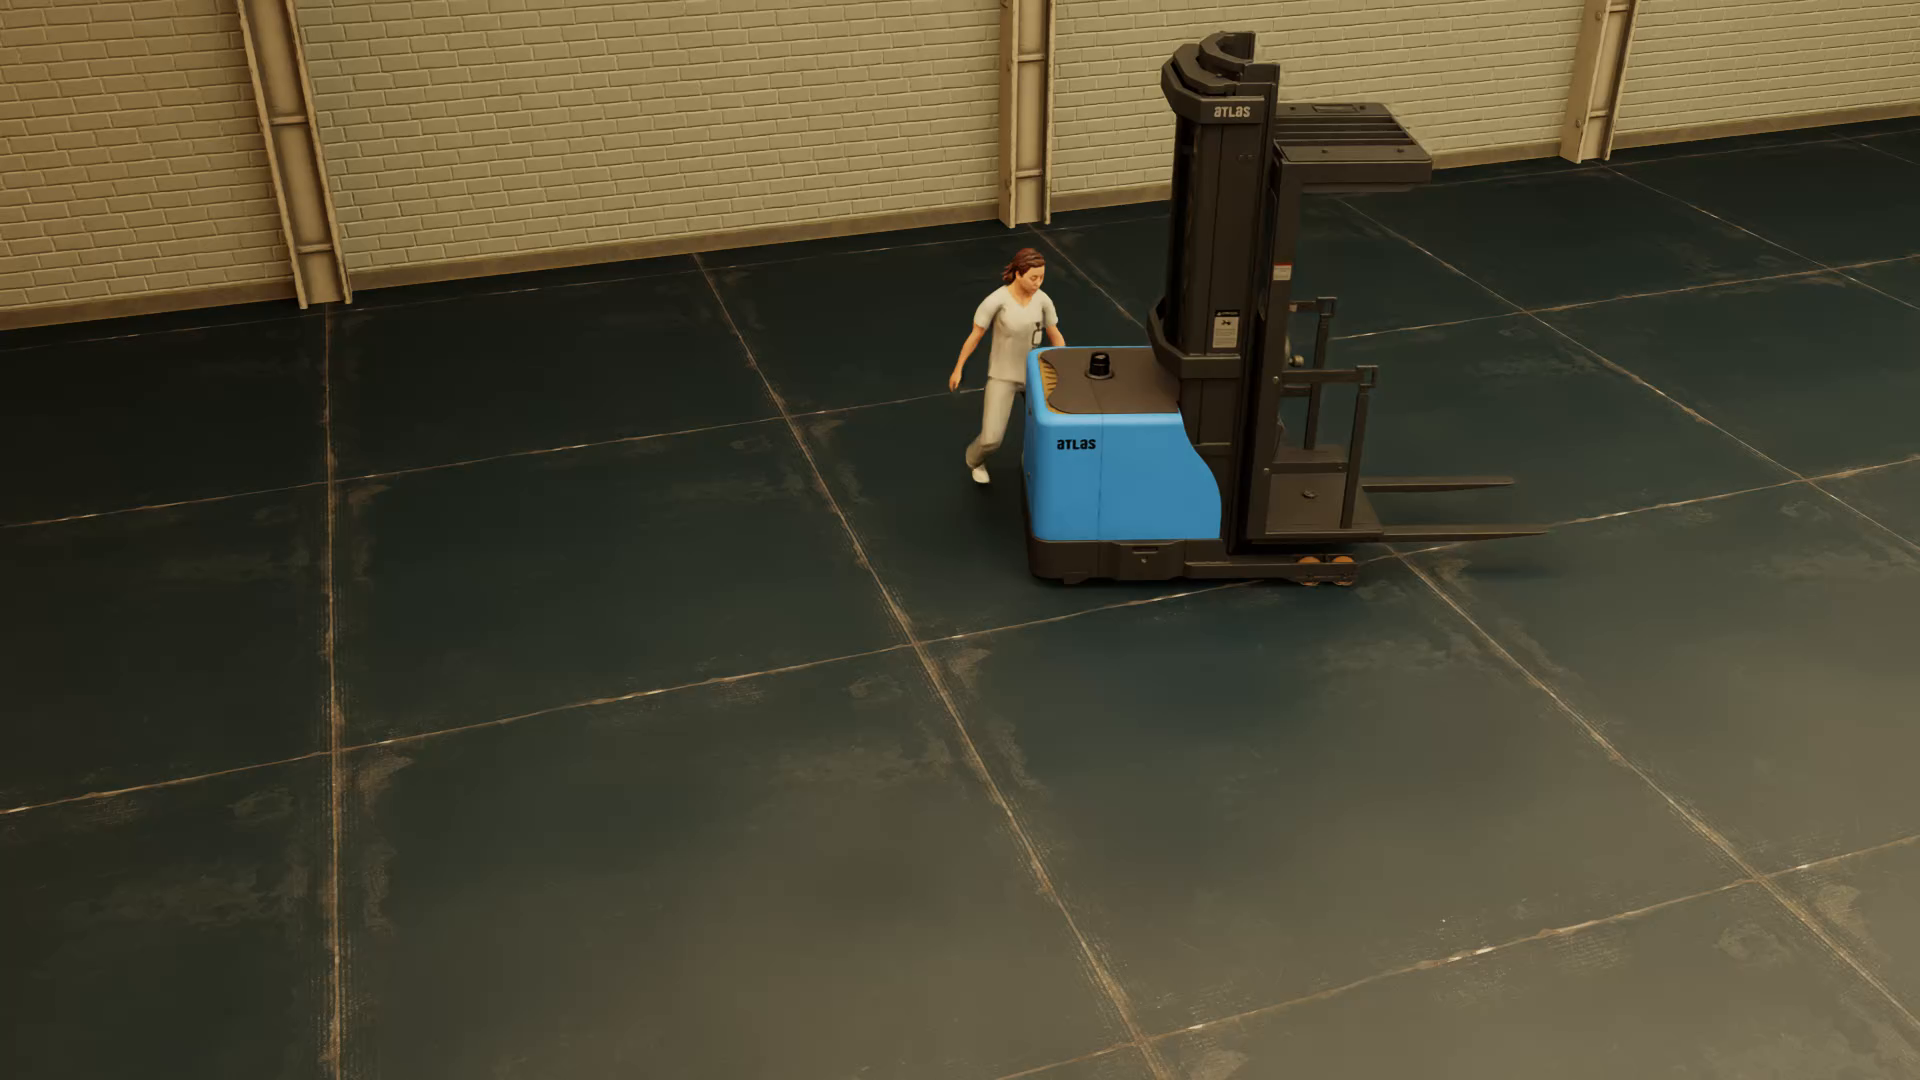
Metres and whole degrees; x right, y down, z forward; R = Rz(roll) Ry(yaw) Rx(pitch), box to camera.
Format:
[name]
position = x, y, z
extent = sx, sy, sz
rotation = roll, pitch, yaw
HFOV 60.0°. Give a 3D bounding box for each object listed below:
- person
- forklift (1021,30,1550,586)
[person]
position = 0.334, -1.025, 10.232
extent = 0.797, 1.589, 0.494
rotation = -9, 31, -16
[forklift]
position = 1.906, -1.270, 9.294
extent = 3.031, 2.935, 1.130
rotation = -1, 30, -1
